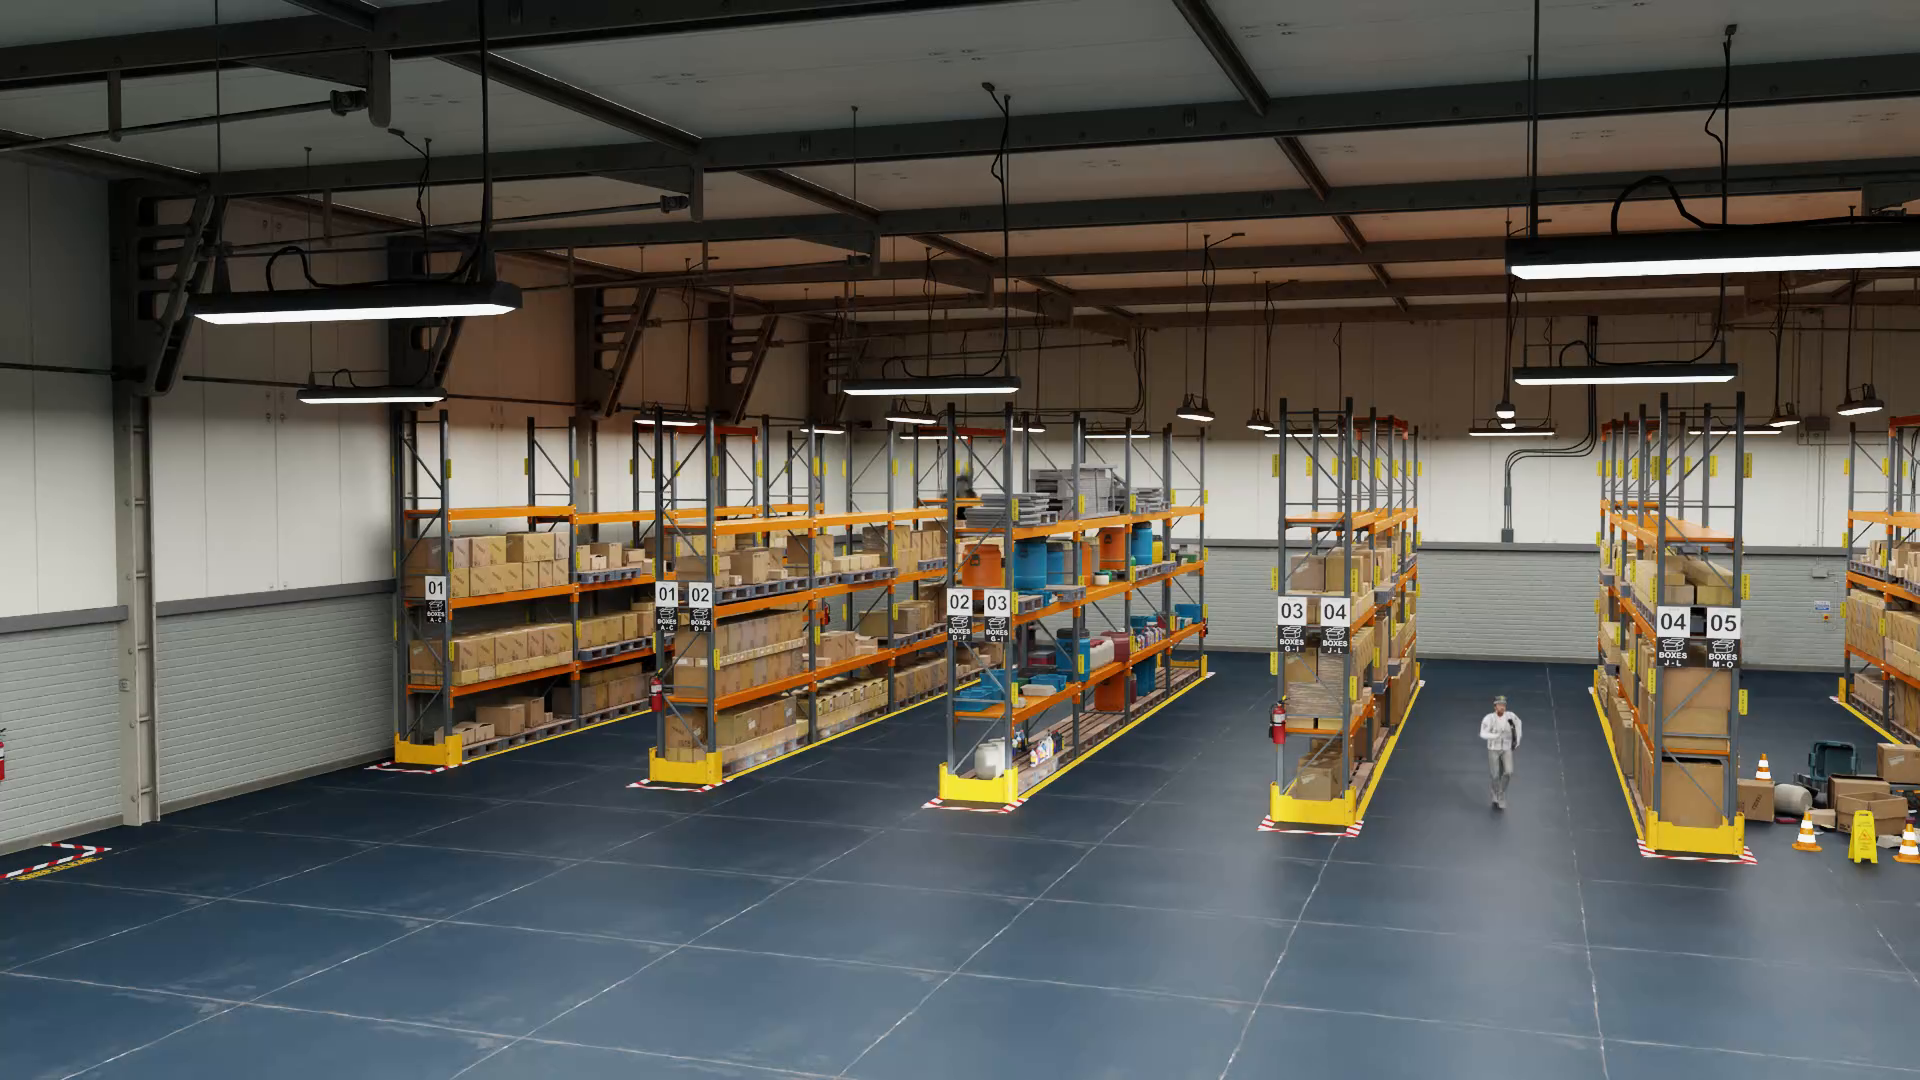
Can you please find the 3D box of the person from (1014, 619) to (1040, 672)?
[{"bbox_3d":[1.486,2.273,37.450,0.644,1.742,0.886,0,2,10],"label":"person"}]

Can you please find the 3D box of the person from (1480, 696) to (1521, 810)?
[{"bbox_3d":[7.969,3.106,24.486,0.641,1.678,0.788,0,2,6],"label":"person"}]

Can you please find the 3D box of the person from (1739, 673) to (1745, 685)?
[{"bbox_3d":[17.321,2.609,37.372,0.668,1.631,0.609,1,3,16],"label":"person"}]
